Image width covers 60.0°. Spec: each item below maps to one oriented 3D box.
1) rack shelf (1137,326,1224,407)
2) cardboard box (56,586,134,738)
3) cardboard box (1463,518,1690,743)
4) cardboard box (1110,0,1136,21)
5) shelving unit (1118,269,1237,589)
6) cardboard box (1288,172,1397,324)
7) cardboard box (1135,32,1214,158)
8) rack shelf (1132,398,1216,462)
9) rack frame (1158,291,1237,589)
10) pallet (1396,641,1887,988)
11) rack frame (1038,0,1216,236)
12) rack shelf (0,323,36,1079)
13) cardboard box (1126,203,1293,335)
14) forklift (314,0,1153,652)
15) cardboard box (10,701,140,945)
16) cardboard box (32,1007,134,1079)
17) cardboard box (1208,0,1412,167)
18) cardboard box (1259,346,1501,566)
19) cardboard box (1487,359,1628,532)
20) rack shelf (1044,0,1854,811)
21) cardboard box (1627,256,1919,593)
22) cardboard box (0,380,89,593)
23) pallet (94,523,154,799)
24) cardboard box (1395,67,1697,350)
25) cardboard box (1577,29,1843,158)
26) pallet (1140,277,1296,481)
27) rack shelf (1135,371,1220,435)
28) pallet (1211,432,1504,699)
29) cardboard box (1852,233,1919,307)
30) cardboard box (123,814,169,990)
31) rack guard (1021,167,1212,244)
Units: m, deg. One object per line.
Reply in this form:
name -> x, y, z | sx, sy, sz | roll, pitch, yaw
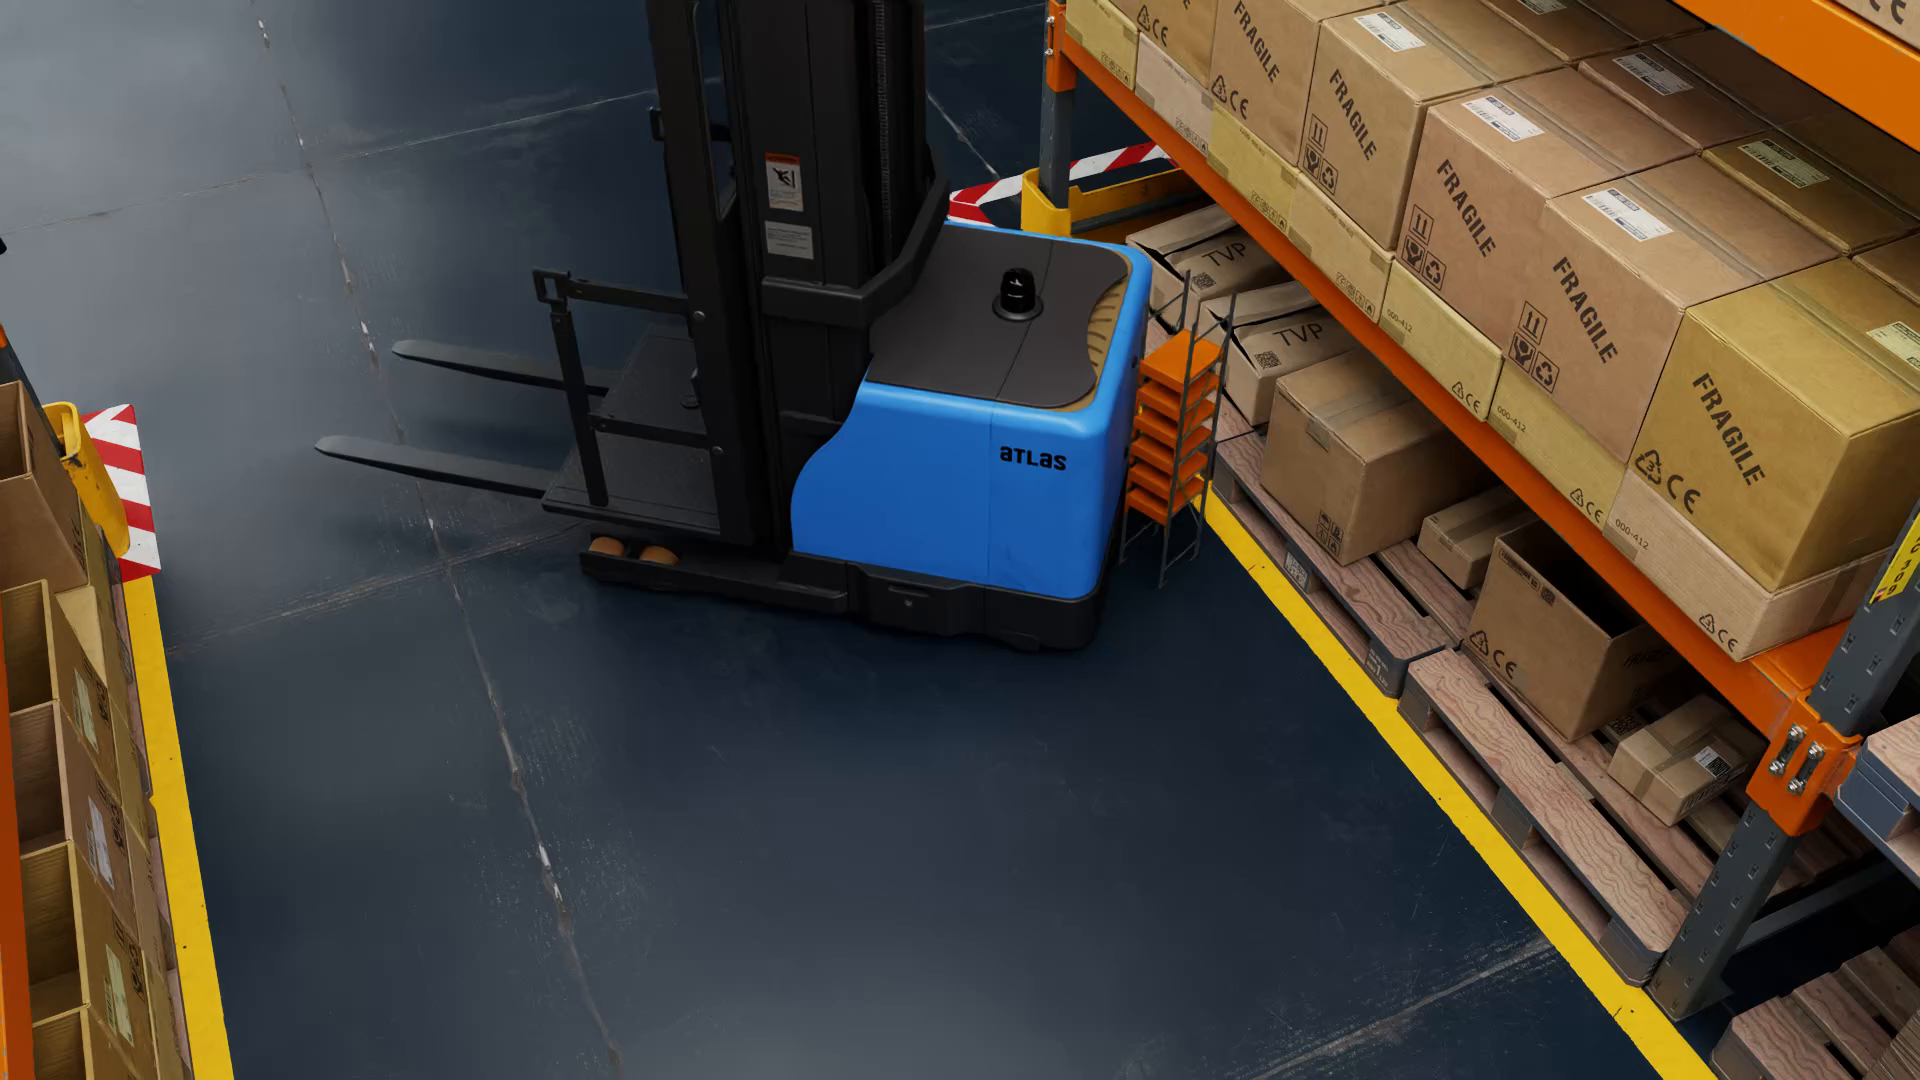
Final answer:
rack shelf -> 0.740, -0.578, 5.531 | 0.180, 0.103, 0.258 | 32, 53, 28
cardboard box -> -2.962, 0.466, 5.301 | 0.500, 0.250, 0.500 | -18, 47, -17
cardboard box -> 2.025, 0.234, 5.343 | 0.500, 0.500, 0.500 | -21, 49, -20
cardboard box -> 0.744, -2.226, 5.929 | 0.500, 0.500, 0.500 | -18, 47, -17
shelving unit -> 0.739, -0.354, 5.753 | 0.189, 1.200, 0.258 | 32, 53, 28
cardboard box -> 1.384, -0.971, 5.191 | 0.500, 0.250, 0.500 | -18, 47, -17
cardboard box -> 0.964, -1.621, 5.849 | 0.500, 0.250, 0.500 | -19, 48, -19
rack shelf -> 0.739, -0.408, 5.700 | 0.180, 0.103, 0.258 | 32, 53, 28
rack frame -> 0.807, -0.311, 5.710 | 0.006, 1.200, 0.240 | 32, 53, 28
pallet -> 2.183, 0.726, 5.364 | 1.003, 0.211, 1.213 | -18, 47, -17
rack frame -> 0.816, -2.398, 6.545 | 1.000, 3.000, 0.127 | -18, 47, -17
rack shelf -> -2.836, 0.598, 4.021 | 1.077, 0.370, 4.000 | -18, 47, -17
cardboard box -> 1.025, -1.130, 6.861 | 0.500, 0.311, 0.500 | -23, 49, -22
forklift -> -0.895, -1.209, 5.388 | 3.031, 2.935, 1.130 | 10, 45, 10
cardboard box -> -2.539, 0.835, 4.393 | 0.500, 0.500, 0.500 | -18, 47, -17
cardboard box -> -2.123, 1.474, 3.745 | 0.500, 0.500, 0.500 | -18, 47, -17
cardboard box -> 1.154, -1.577, 5.271 | 0.500, 0.500, 0.500 | -20, 48, -19
cardboard box -> 1.528, -0.352, 5.938 | 0.700, 0.500, 0.500 | -21, 48, -20
cardboard box -> 1.822, -0.335, 4.547 | 0.500, 0.250, 0.500 | -18, 47, -17
rack shelf -> 1.657, -0.868, 5.506 | 1.077, 0.370, 4.000 | -18, 47, -17
cardboard box -> 2.018, -0.280, 3.957 | 0.500, 0.500, 0.500 | -18, 47, -18
cardboard box -> -3.182, -0.117, 5.357 | 0.500, 0.500, 0.500 | -18, 47, -17
pallet -> -3.318, 0.535, 5.558 | 1.003, 0.211, 1.213 | -18, 47, -17
cardboard box -> 1.601, -0.920, 4.606 | 0.500, 0.500, 0.500 | -19, 48, -19
cardboard box -> 2.071, -1.081, 4.769 | 0.500, 0.500, 0.500 | -17, 47, -16
pallet -> 1.157, -0.829, 6.940 | 1.003, 0.211, 1.213 | -18, 47, -17
rack shelf -> 0.740, -0.493, 5.616 | 0.180, 0.103, 0.258 | 32, 53, 28
pallet -> 1.666, -0.053, 6.153 | 1.003, 0.211, 1.213 | -18, 47, -17
cardboard box -> 2.490, -0.431, 4.110 | 0.500, 0.500, 0.500 | -19, 48, -18
cardboard box -> -2.542, 1.103, 4.655 | 0.500, 0.250, 0.500 | -18, 47, -17
rack guard -> 0.848, -1.460, 7.374 | 1.175, 0.500, 0.348 | -18, 47, -17
